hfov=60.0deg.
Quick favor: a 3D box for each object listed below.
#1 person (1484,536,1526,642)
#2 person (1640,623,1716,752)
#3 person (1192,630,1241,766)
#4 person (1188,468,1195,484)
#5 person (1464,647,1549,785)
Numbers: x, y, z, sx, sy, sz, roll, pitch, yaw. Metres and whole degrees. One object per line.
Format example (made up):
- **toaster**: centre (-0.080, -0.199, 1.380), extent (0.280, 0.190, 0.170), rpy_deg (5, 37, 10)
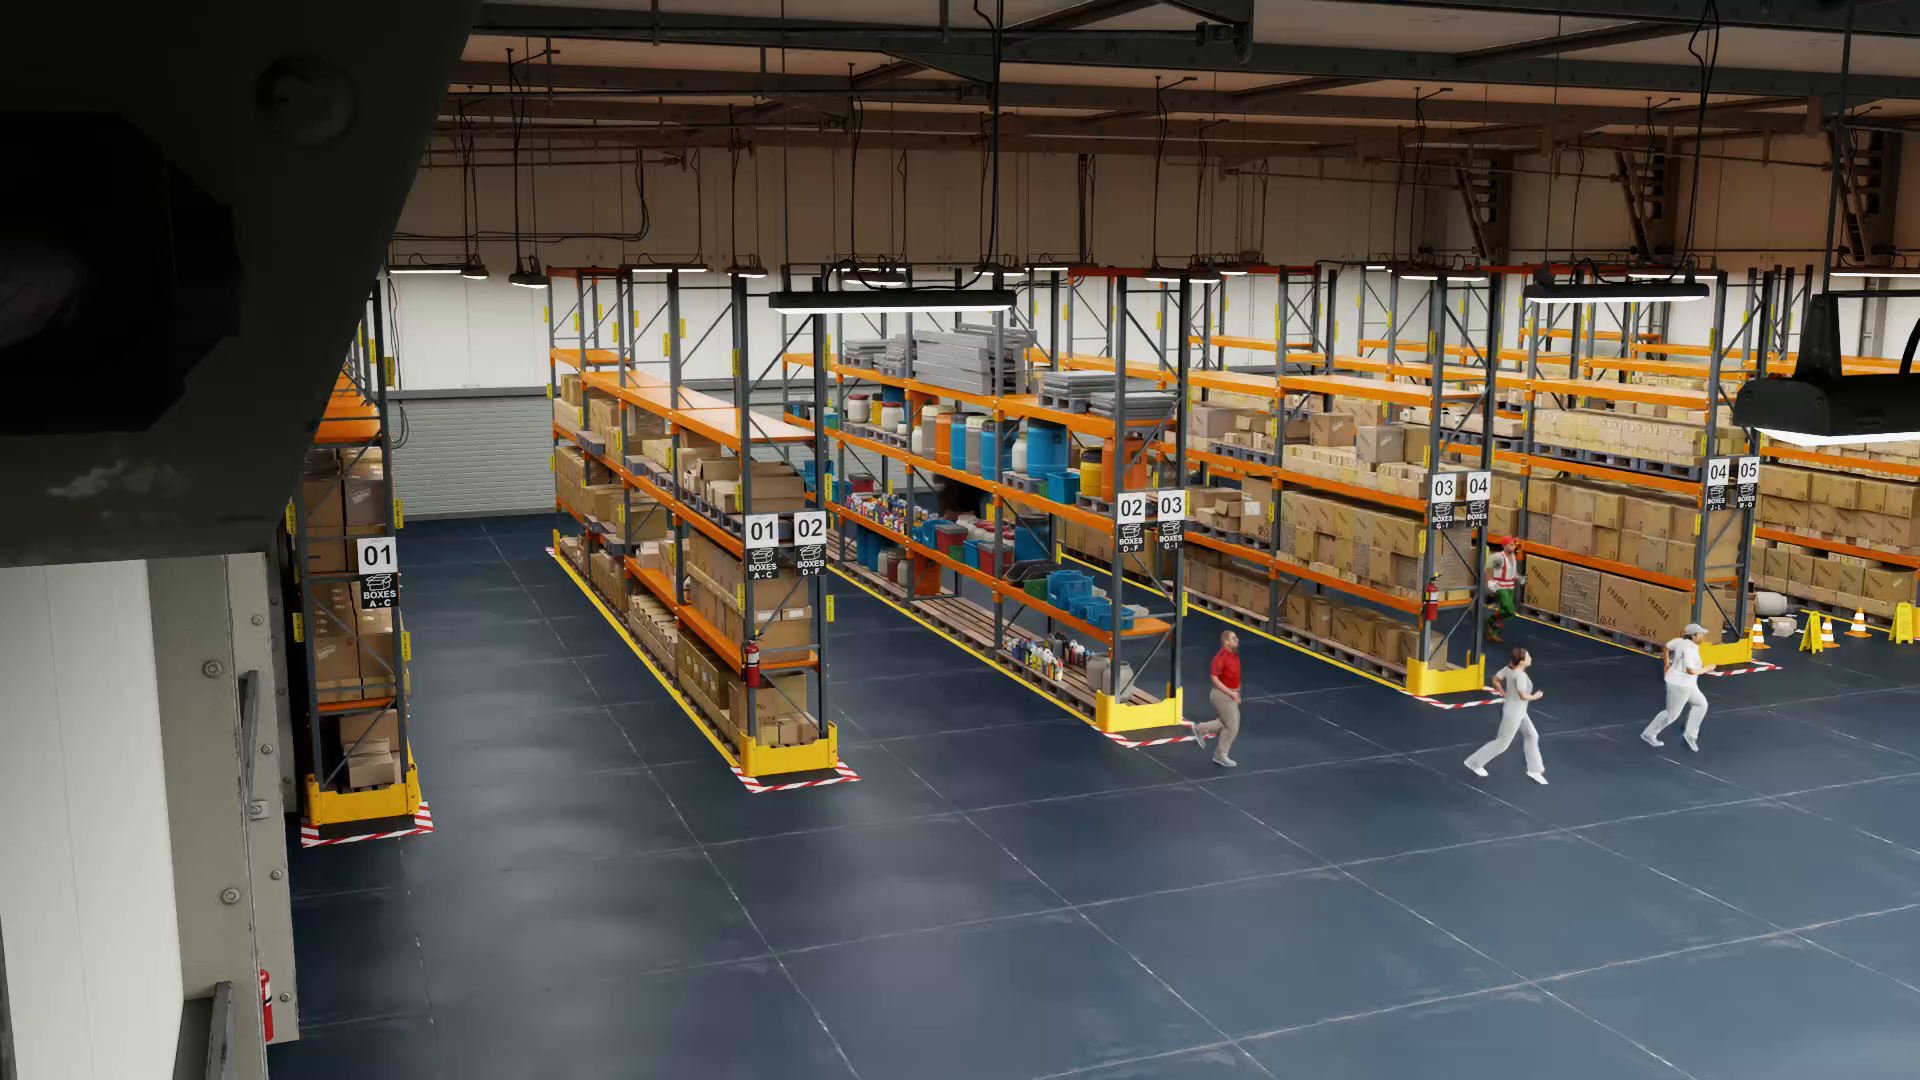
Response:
- **person**: centre (8.867, 0.800, 27.039), extent (0.664, 1.737, 0.567), rpy_deg (-8, 12, -37)
- **person**: centre (9.143, 1.879, 21.164), extent (0.820, 1.695, 0.627), rpy_deg (3, 10, 17)
- **person**: centre (3.215, 1.944, 20.715), extent (0.671, 1.712, 0.670), rpy_deg (4, 11, 23)
- **person**: centre (5.703, -1.673, 41.533), extent (0.647, 1.675, 0.628), rpy_deg (2, 10, 10)
- **person**: centre (6.550, 2.115, 19.789), extent (1.009, 1.709, 0.534), rpy_deg (2, 10, 10)
